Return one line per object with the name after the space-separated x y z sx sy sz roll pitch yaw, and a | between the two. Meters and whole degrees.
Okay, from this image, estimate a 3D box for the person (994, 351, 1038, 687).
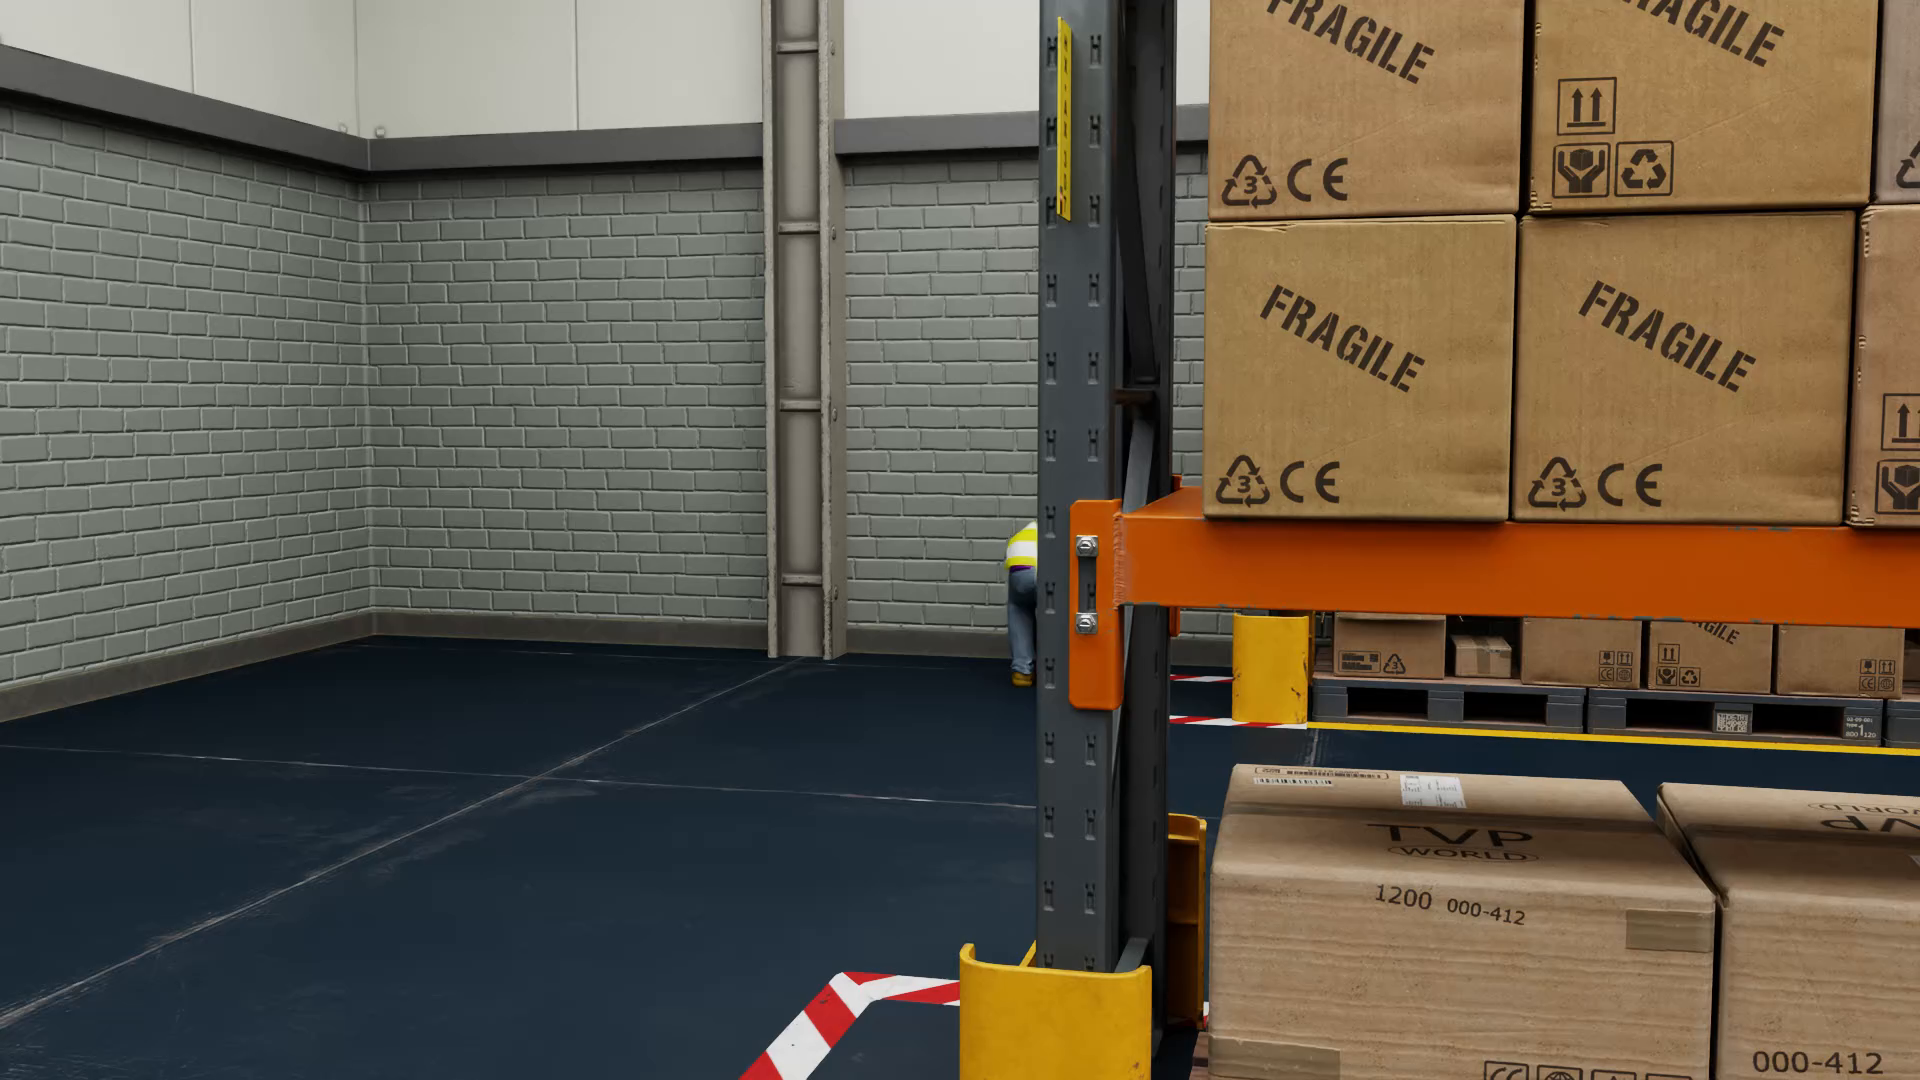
0.466 -0.118 8.777 0.553 1.769 0.532 1 5 13 | person
